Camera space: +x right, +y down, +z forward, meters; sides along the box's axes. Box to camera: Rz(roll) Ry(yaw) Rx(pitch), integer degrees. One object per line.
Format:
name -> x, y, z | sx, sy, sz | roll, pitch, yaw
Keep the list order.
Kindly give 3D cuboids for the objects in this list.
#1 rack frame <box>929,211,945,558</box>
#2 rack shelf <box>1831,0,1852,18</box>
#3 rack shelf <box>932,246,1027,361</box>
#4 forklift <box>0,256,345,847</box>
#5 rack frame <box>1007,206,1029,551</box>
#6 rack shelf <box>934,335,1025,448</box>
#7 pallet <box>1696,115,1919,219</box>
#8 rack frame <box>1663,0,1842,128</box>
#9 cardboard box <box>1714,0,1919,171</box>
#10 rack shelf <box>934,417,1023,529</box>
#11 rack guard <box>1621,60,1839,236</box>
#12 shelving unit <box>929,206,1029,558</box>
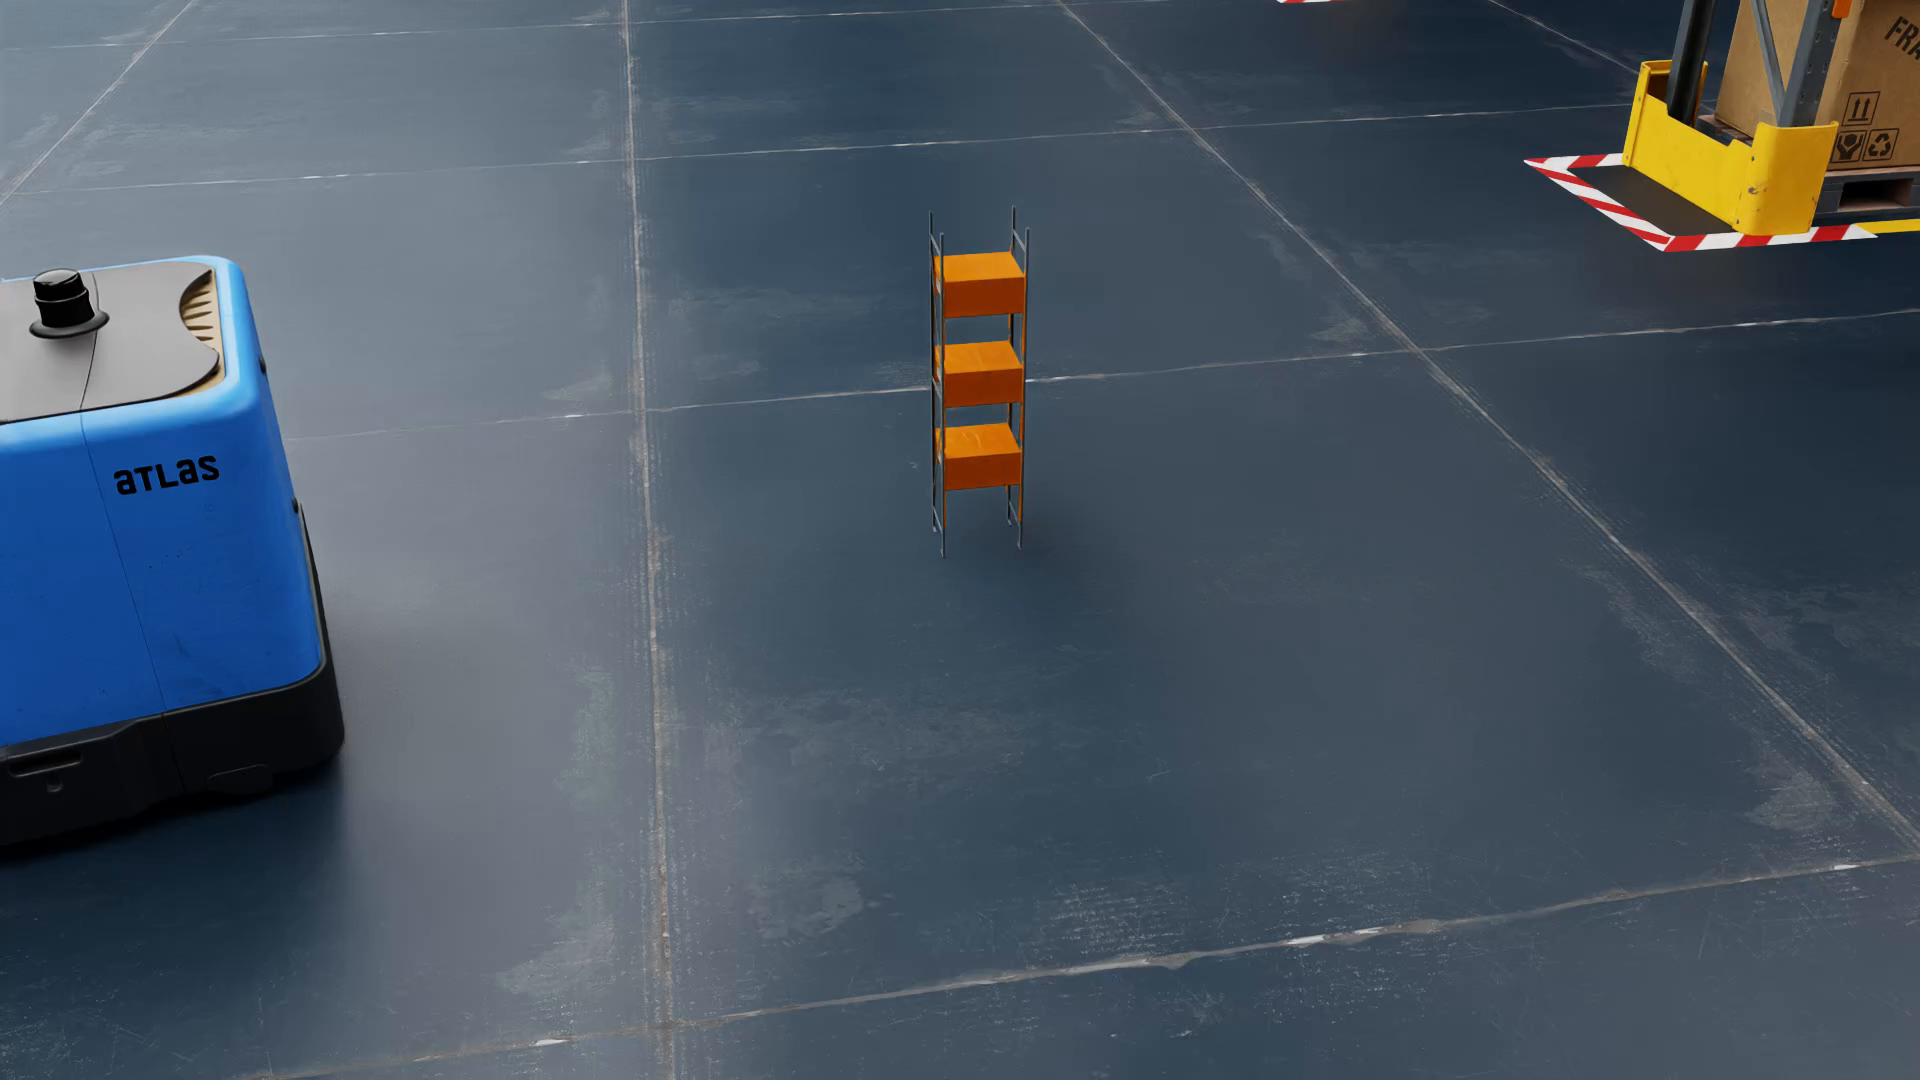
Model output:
rack frame -> -0.067, -0.446, 4.973 | 0.008, 1.050, 0.200 | -5, 31, -9
rack shelf -> 5.659, -2.860, 7.864 | 4.000, 0.370, 1.077 | -5, 31, -9
rack shelf -> 0.053, -0.693, 4.854 | 0.240, 0.259, 0.215 | -5, 31, -9
forklift -> -3.135, -0.600, 3.380 | 3.031, 2.935, 1.130 | -12, 33, -20
rack frame -> 0.173, -0.469, 5.011 | 0.008, 1.050, 0.200 | -5, 31, -9
rack shelf -> 0.053, -0.448, 4.998 | 0.240, 0.259, 0.215 | -5, 31, -9
pallet -> 4.464, -1.897, 8.268 | 1.213, 0.211, 1.003 | -5, 31, -9
rack frame -> 3.691, -2.987, 7.371 | 0.127, 3.000, 1.000 | -5, 31, -9
cardboard box -> 4.346, -2.347, 7.964 | 0.875, 0.875, 0.875 | -5, 31, -9
rack shelf -> 0.053, -0.209, 5.138 | 0.240, 0.259, 0.215 | -5, 31, -9
rack guard -> 3.668, -1.907, 8.001 | 0.348, 0.500, 1.175 | -5, 31, -9
shelving unit -> 0.053, -0.457, 4.992 | 0.252, 1.050, 0.215 | -5, 31, -9
